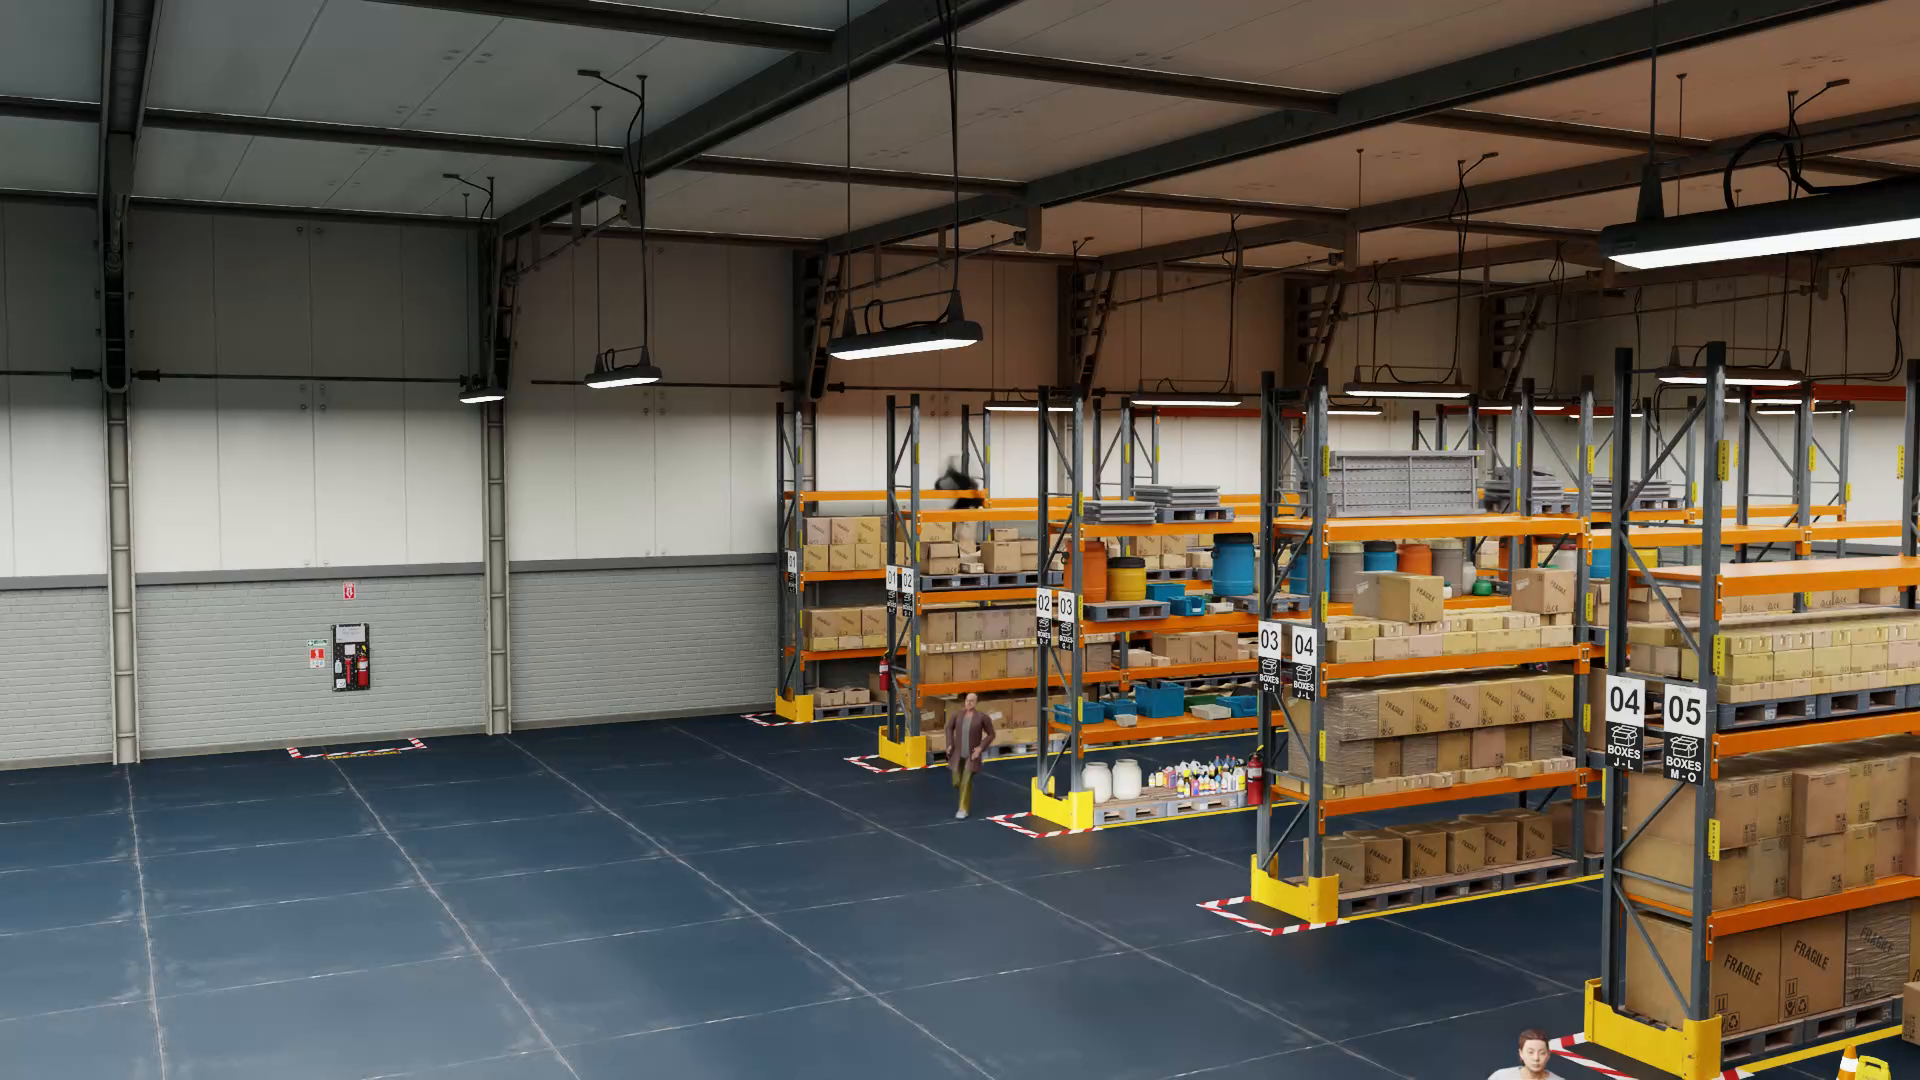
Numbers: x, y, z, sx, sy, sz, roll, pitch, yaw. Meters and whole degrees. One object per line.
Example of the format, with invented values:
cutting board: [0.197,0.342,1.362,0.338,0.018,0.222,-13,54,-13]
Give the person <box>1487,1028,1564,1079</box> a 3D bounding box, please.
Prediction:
person: [3.406,3.765,9.958,0.533,1.685,0.701,0,3,9]

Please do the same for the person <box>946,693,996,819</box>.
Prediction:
person: [0.124,2.987,23.174,0.737,1.720,0.680,1,3,16]
